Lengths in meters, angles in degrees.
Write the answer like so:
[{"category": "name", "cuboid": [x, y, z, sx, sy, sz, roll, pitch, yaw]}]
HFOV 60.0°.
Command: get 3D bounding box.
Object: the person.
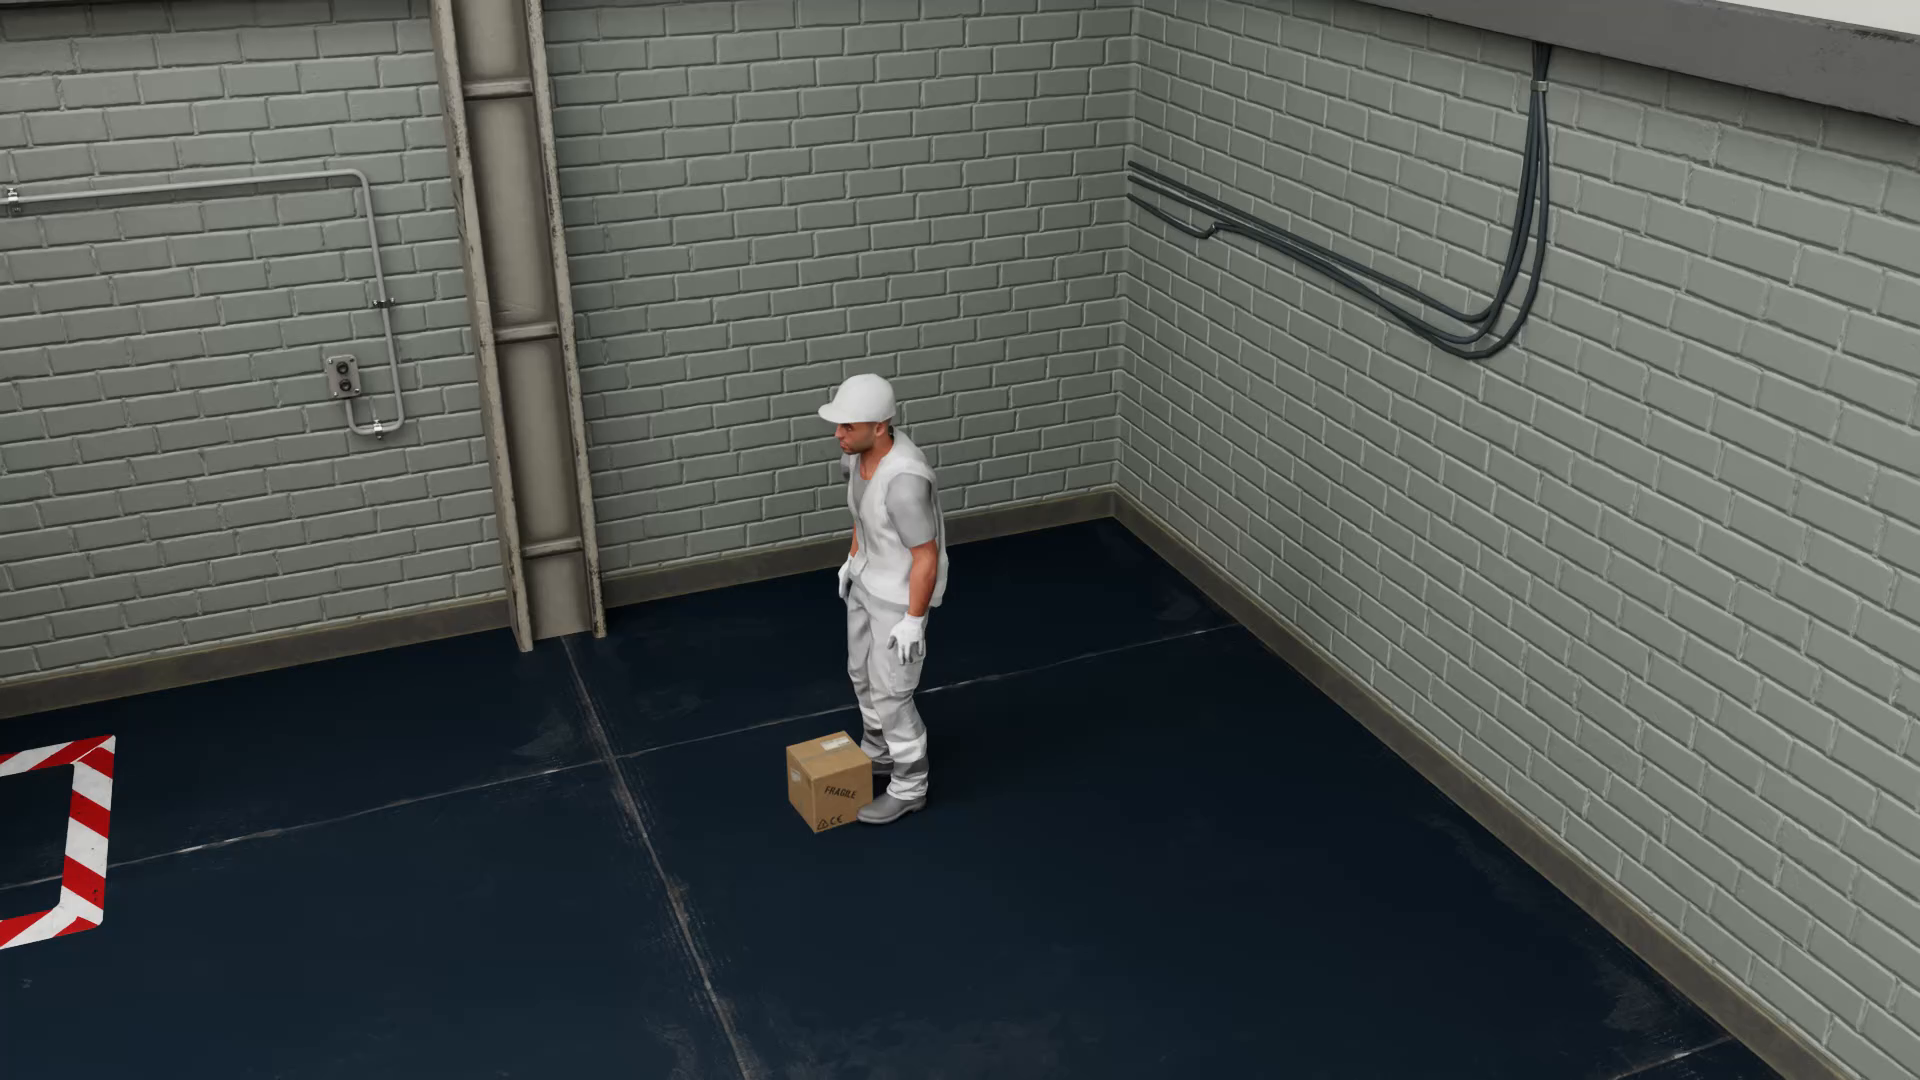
[{"category": "person", "cuboid": [-0.291, 0.210, 6.160, 0.453, 1.777, 0.608, -12, 28, -23]}]
